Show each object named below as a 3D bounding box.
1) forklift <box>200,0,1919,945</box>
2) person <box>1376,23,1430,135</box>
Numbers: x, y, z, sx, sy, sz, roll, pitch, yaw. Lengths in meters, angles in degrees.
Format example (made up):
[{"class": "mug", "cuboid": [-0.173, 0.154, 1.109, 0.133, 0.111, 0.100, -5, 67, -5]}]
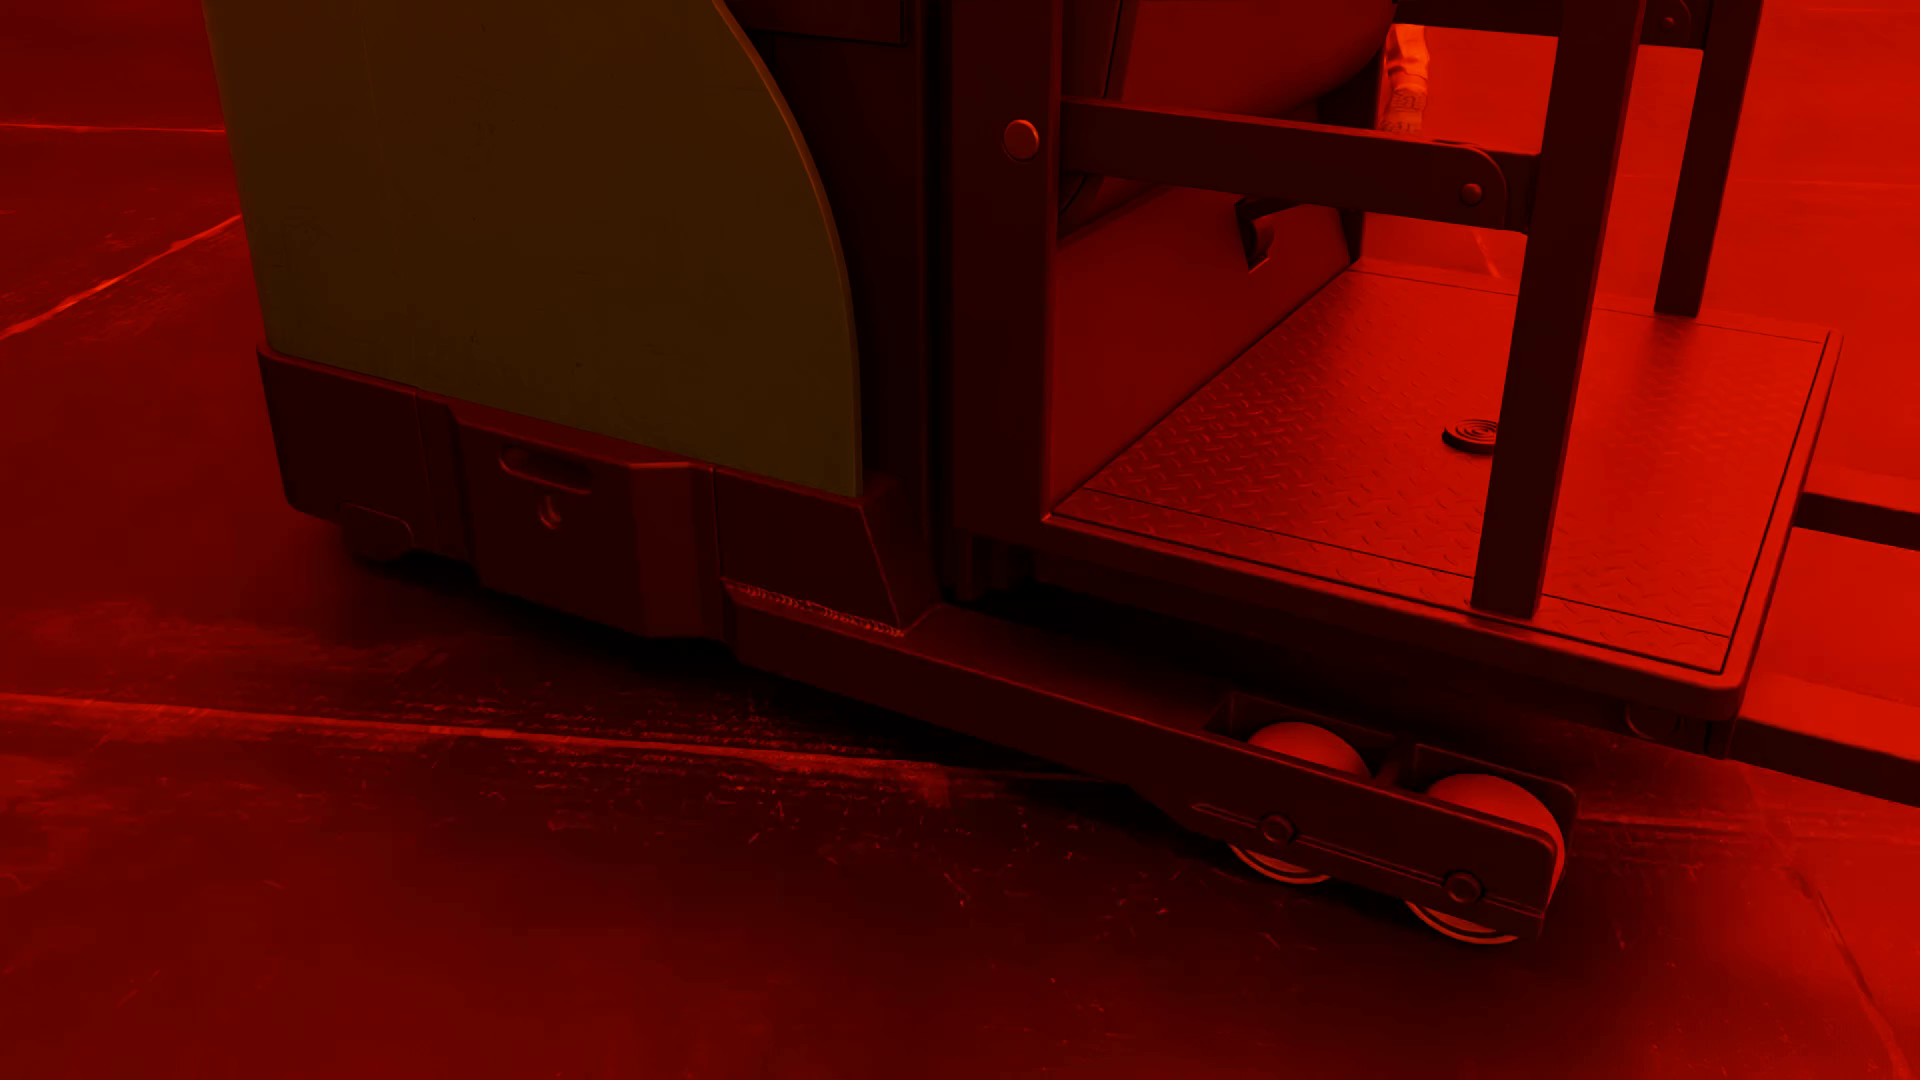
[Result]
[{"class": "forklift", "cuboid": [0.529, -1.176, 1.574, 3.031, 2.935, 1.130, 14, 30, 26]}, {"class": "person", "cuboid": [1.050, -1.869, 4.429, 0.707, 1.635, 0.433, 0, 27, -1]}]
